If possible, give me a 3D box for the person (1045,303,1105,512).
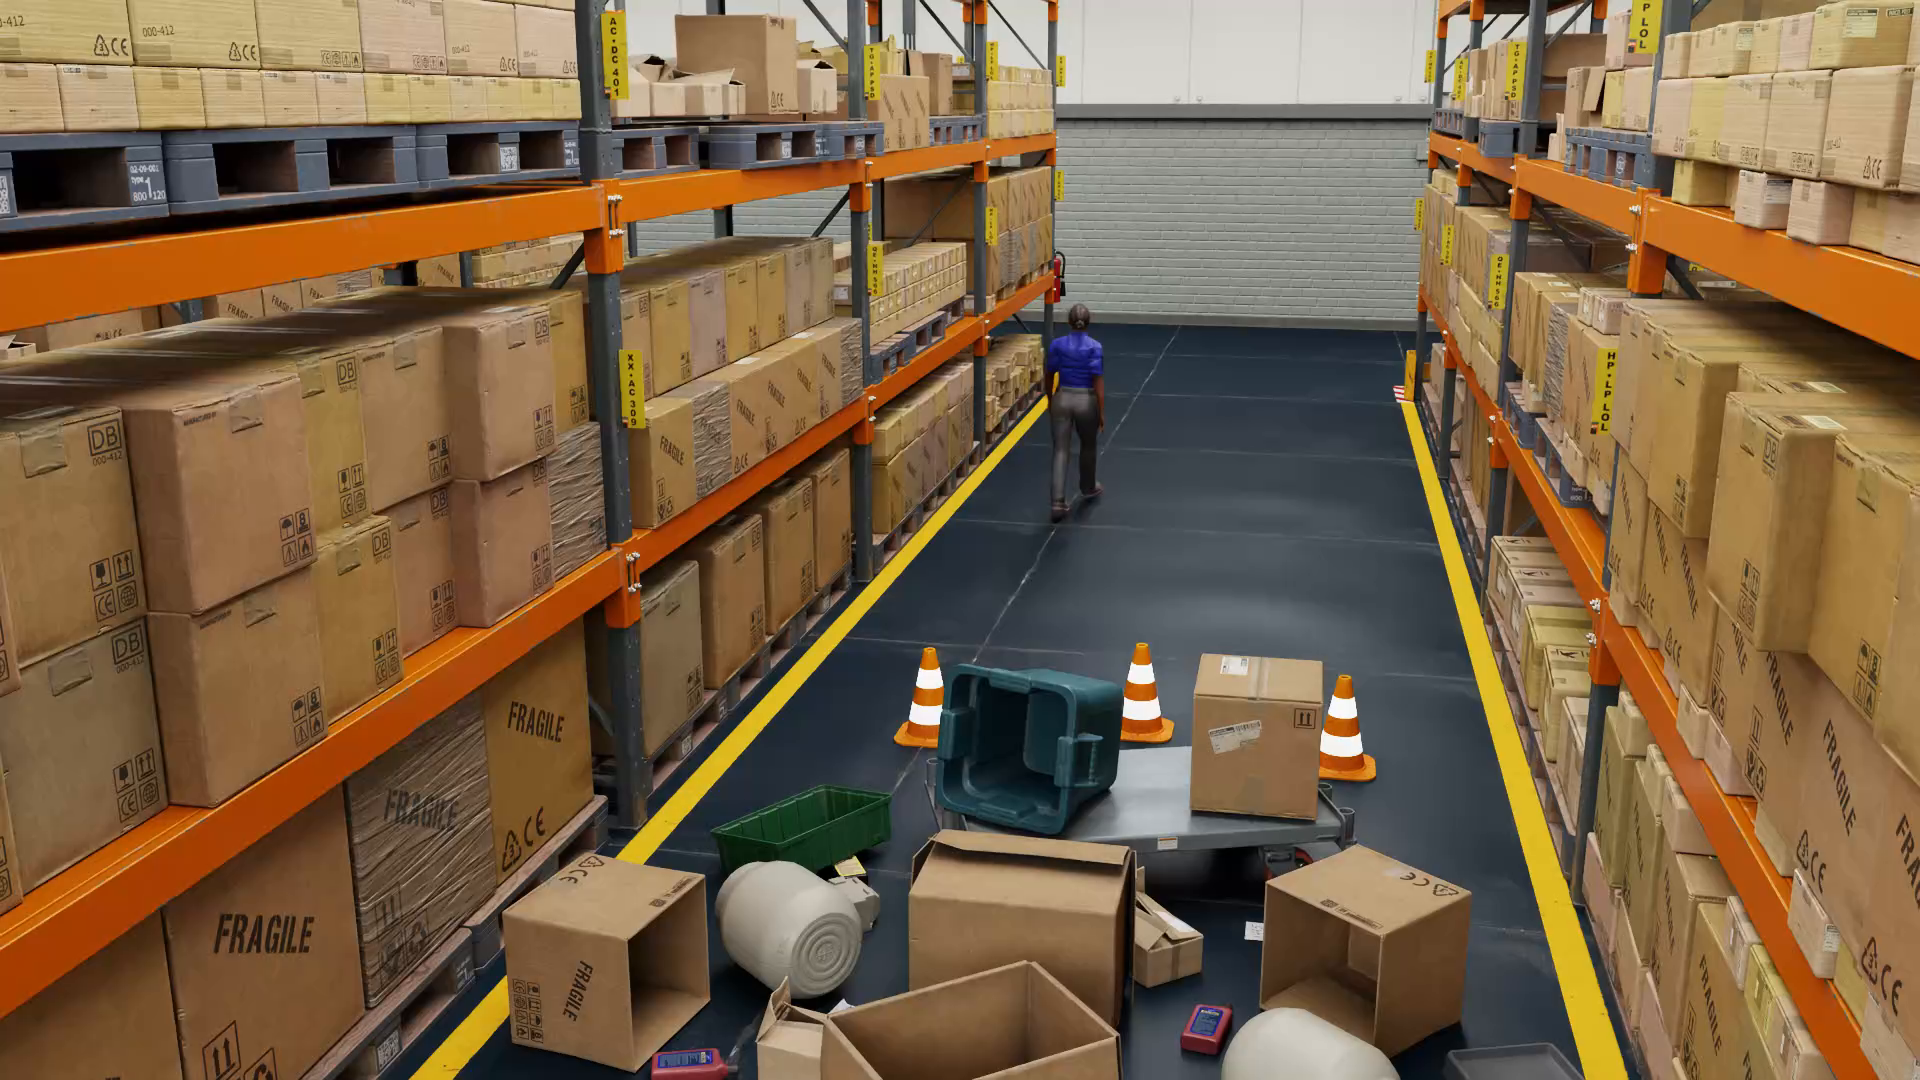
[{"bbox_3d":[0.905,-1.054,12.997,0.500,1.598,0.996,3,15,10],"label":"person"}]
